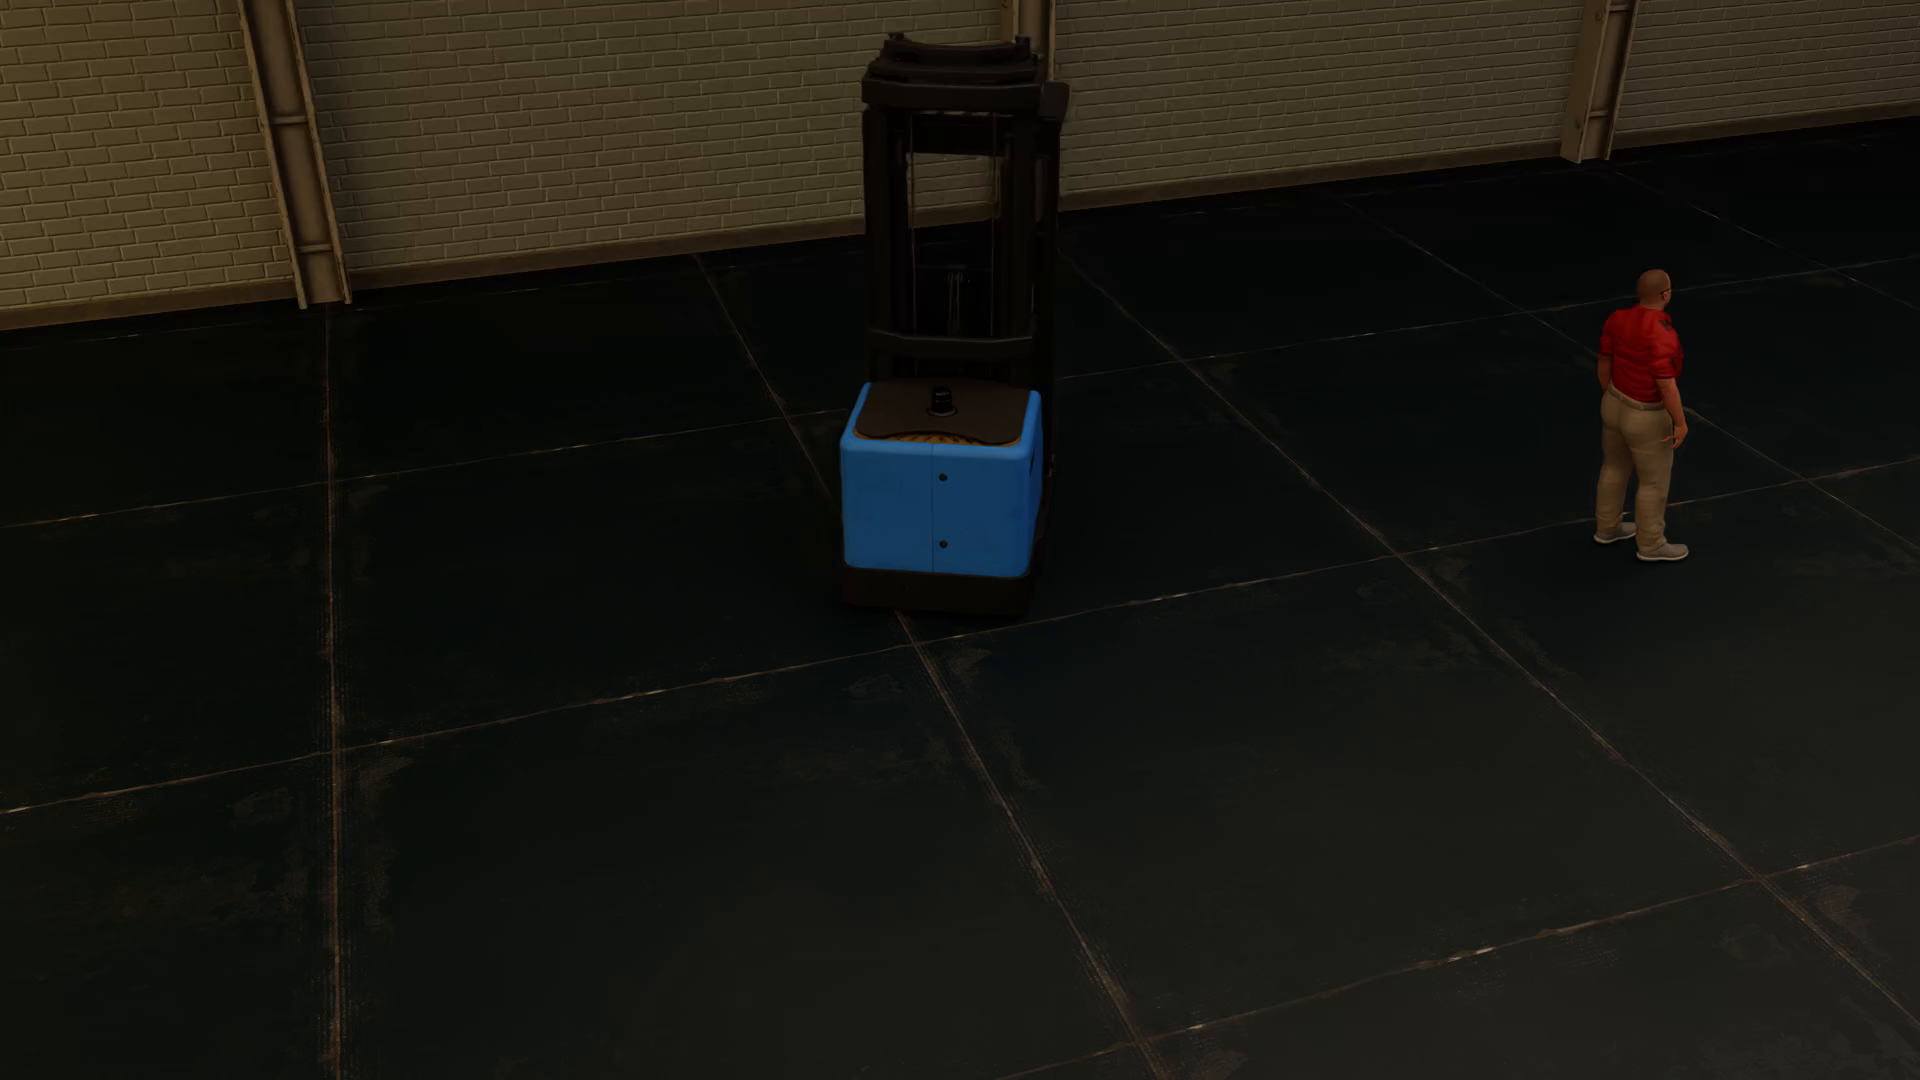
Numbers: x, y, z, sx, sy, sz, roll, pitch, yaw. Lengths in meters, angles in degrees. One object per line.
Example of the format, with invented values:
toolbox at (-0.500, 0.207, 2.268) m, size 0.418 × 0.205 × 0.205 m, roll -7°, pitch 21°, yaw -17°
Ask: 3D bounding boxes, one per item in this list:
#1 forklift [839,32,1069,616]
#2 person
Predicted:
forklift at (0.038, -1.565, 9.807) m, size 1.130 × 2.935 × 3.031 m, roll 4°, pitch 30°, yaw 6°
person at (3.967, -0.736, 9.562) m, size 0.540 × 1.731 × 0.629 m, roll -11°, pitch 32°, yaw -19°
